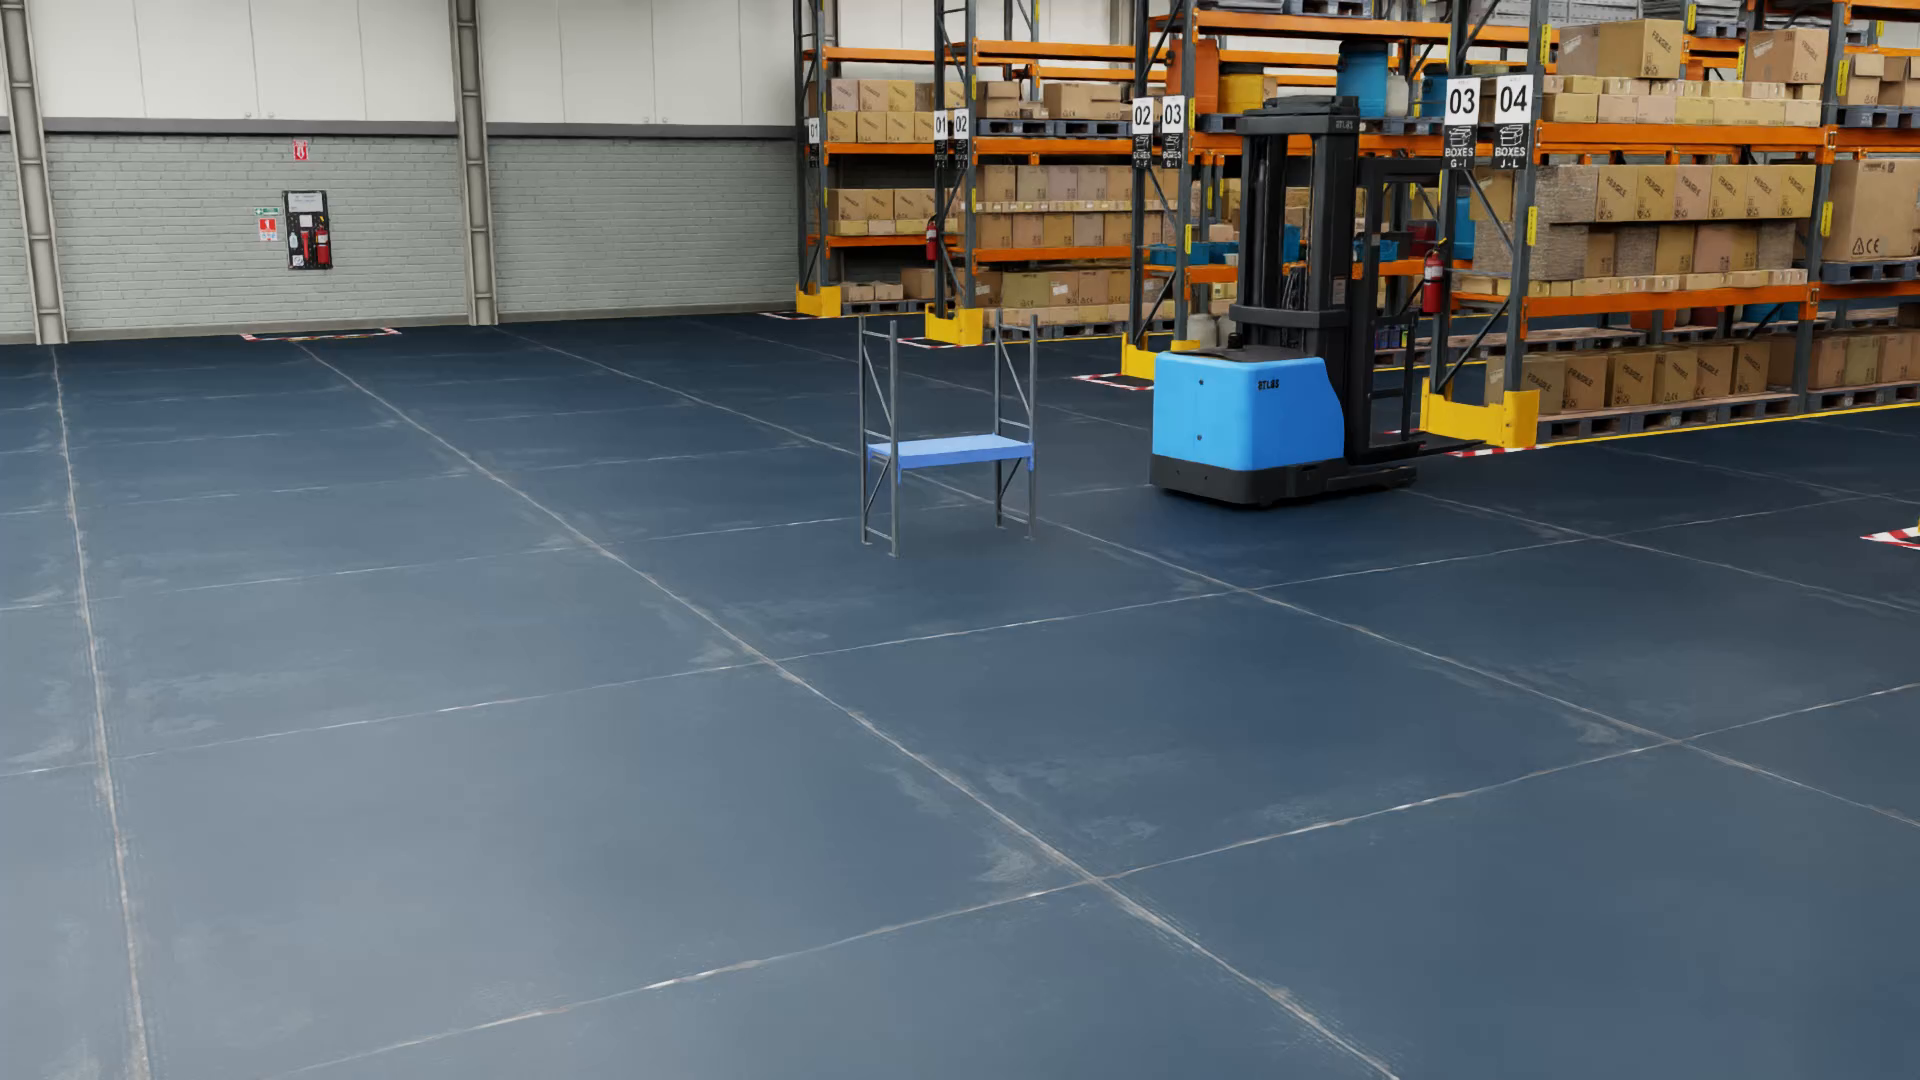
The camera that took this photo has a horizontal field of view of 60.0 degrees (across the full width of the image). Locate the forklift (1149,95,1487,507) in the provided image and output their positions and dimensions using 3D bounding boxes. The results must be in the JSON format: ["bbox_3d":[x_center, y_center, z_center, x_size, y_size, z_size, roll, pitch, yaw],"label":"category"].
[{"bbox_3d":[2.939,-1.898,12.867,3.031,2.935,1.130,-9,16,-35],"label":"forklift"}]

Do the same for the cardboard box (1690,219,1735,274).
[{"bbox_3d":[6.912,-2.854,16.052,0.500,0.500,0.875,-7,14,-28],"label":"cardboard box"}]

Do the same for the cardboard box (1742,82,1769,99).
[{"bbox_3d":[7.349,-4.220,15.632,0.250,0.149,0.380,-7,15,-30],"label":"cardboard box"}]

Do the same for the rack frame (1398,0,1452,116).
[{"bbox_3d":[5.810,-6.694,20.360,0.127,3.000,1.000,-7,14,-28],"label":"rack frame"}]

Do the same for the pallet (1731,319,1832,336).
[{"bbox_3d":[12.134,-3.176,24.739,1.213,0.211,1.003,-7,14,-28],"label":"pallet"}]

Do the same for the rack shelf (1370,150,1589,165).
[{"bbox_3d":[8.706,-6.466,27.816,4.000,0.370,1.077,-7,14,-28],"label":"rack shelf"}]

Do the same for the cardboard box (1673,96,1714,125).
[{"bbox_3d":[6.560,-3.946,15.320,0.500,0.250,0.500,-6,14,-26],"label":"cardboard box"}]

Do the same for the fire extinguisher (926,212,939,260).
[{"bbox_3d":[-0.398,-4.341,23.743,0.183,0.674,0.296,-7,14,-28],"label":"fire extinguisher"}]

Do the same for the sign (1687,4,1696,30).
[{"bbox_3d":[9.590,-6.853,21.797,0.005,0.325,0.100,-7,14,-28],"label":"sign"}]

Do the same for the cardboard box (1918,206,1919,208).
[{"bbox_3d":[10.797,-3.345,17.957,0.500,0.500,0.700,-5,13,-20],"label":"cardboard box"}]

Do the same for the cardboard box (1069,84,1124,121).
[{"bbox_3d":[1.934,-6.361,24.198,0.637,0.503,0.797,-5,14,-22],"label":"cardboard box"}]

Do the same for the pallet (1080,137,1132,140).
[{"bbox_3d":[2.565,-7.203,29.878,1.003,0.211,1.213,-7,14,-28],"label":"pallet"}]

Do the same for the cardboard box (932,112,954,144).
[{"bbox_3d":[-0.180,-6.982,28.195,0.500,0.500,0.500,-7,15,-30],"label":"cardboard box"}]

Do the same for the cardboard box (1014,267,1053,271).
[{"bbox_3d":[1.128,-3.753,24.551,0.500,0.500,0.500,-7,14,-28],"label":"cardboard box"}]

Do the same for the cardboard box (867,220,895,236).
[{"bbox_3d":[-1.419,-5.240,27.858,0.500,0.250,0.500,-7,15,-30],"label":"cardboard box"}]

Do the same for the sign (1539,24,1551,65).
[{"bbox_3d":[4.932,-4.178,14.017,0.005,0.325,0.100,-7,14,-28],"label":"sign"}]

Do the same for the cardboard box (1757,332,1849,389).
[{"bbox_3d":[8.732,-1.869,17.272,0.500,0.500,0.700,-8,15,-32],"label":"cardboard box"}]

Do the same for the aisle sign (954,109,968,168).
[{"bbox_3d":[0.018,-5.504,22.813,0.004,0.787,0.394,-7,14,-28],"label":"aisle sign"}]

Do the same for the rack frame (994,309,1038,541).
[{"bbox_3d":[0.371,-0.776,11.142,0.032,1.500,0.500,-7,14,-28],"label":"rack frame"}]

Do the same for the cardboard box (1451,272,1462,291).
[{"bbox_3d":[7.944,-4.187,27.575,0.500,0.500,0.500,-7,15,-30],"label":"cardboard box"}]

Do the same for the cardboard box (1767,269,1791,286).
[{"bbox_3d":[7.911,-2.587,16.344,0.250,0.149,0.380,-7,14,-28],"label":"cardboard box"}]

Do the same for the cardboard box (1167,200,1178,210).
[{"bbox_3d":[3.086,-4.992,24.755,0.250,0.149,0.380,-7,15,-29],"label":"cardboard box"}]

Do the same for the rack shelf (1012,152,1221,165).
[{"bbox_3d":[2.818,-7.000,30.186,4.000,0.370,1.077,-7,14,-28],"label":"rack shelf"}]

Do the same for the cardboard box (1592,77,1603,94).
[{"bbox_3d":[5.461,-4.020,14.743,0.250,0.149,0.380,-7,15,-29],"label":"cardboard box"}]

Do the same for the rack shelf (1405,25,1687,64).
[{"bbox_3d":[7.565,-6.359,21.417,4.000,0.370,1.077,-7,14,-28],"label":"rack shelf"}]

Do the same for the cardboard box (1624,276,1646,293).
[{"bbox_3d":[6.130,-2.387,15.454,0.250,0.149,0.380,-7,14,-28],"label":"cardboard box"}]

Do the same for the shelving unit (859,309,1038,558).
[{"bbox_3d":[-0.075,-0.723,10.905,1.048,1.500,0.538,-7,14,-28],"label":"shelving unit"}]

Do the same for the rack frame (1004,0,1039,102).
[{"bbox_3d":[1.063,-8.604,28.843,0.127,3.000,1.000,-7,14,-28],"label":"rack frame"}]

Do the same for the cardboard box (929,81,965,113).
[{"bbox_3d":[-0.176,-7.465,28.065,0.500,0.500,0.500,-7,15,-30],"label":"cardboard box"}]

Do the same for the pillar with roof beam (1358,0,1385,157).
[{"bbox_3d":[10.347,-8.856,29.964,0.400,9.000,9.100,-7,14,-28],"label":"pillar with roof beam"}]

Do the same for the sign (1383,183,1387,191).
[{"bbox_3d":[8.353,-6.941,32.663,0.005,0.325,0.100,-7,14,-28],"label":"sign"}]

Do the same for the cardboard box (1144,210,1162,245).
[{"bbox_3d":[2.593,-4.667,24.786,0.500,0.500,0.700,-7,14,-28],"label":"cardboard box"}]

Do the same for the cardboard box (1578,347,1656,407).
[{"bbox_3d":[6.295,-1.572,15.998,0.500,0.500,0.500,-5,14,-23],"label":"cardboard box"}]

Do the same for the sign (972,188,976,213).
[{"bbox_3d":[0.189,-4.655,22.810,0.005,0.325,0.100,-7,14,-28],"label":"sign"}]

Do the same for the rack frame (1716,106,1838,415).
[{"bbox_3d":[8.183,-2.813,16.777,0.127,3.000,1.000,-7,14,-28],"label":"rack frame"}]

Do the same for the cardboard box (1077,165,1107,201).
[{"bbox_3d":[1.732,-5.198,24.192,0.500,0.500,0.700,-7,14,-28],"label":"cardboard box"}]

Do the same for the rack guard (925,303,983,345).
[{"bbox_3d":[-0.092,-3.080,23.655,0.348,0.500,1.175,-7,14,-28],"label":"rack guard"}]

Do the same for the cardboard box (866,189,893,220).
[{"bbox_3d":[-1.446,-5.601,27.752,0.500,0.500,0.500,-7,14,-28],"label":"cardboard box"}]

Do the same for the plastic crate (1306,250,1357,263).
[{"bbox_3d":[4.506,-3.419,20.071,0.437,0.136,0.530,-7,14,-28],"label":"plastic crate"}]

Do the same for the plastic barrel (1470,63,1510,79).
[{"bbox_3d":[6.726,-5.640,21.363,0.600,0.901,0.600,0,13,0],"label":"plastic barrel"}]

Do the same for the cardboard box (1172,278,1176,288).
[{"bbox_3d":[3.967,-5.007,31.217,0.500,0.500,0.700,-7,14,-27],"label":"cardboard box"}]

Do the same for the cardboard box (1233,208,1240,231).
[{"bbox_3d":[4.584,-4.904,25.842,0.500,0.500,0.500,-6,14,-24],"label":"cardboard box"}]

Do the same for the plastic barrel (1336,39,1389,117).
[{"bbox_3d":[4.885,-5.596,20.214,0.708,0.901,0.600,-7,14,-28],"label":"plastic barrel"}]

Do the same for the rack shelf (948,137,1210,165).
[{"bbox_3d":[1.684,-5.625,24.076,4.000,0.370,1.077,-7,14,-28],"label":"rack shelf"}]

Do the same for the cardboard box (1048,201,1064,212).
[{"bbox_3d":[1.282,-4.776,23.793,0.250,0.149,0.380,-7,15,-30],"label":"cardboard box"}]

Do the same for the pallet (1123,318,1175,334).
[{"bbox_3d":[2.722,-3.287,25.232,1.213,0.211,1.003,-7,14,-28],"label":"pallet"}]

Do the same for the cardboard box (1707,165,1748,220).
[{"bbox_3d":[7.042,-3.289,15.710,0.500,0.500,0.500,-7,14,-28],"label":"cardboard box"}]

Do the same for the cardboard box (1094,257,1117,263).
[{"bbox_3d":[2.541,-5.221,30.459,0.500,0.250,0.500,-7,15,-29],"label":"cardboard box"}]

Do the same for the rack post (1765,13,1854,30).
[{"bbox_3d":[12.077,-7.417,23.741,0.954,0.300,0.937,-7,15,-29],"label":"rack post"}]

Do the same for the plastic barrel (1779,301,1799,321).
[{"bbox_3d":[12.346,-3.736,24.703,0.708,0.901,0.600,-7,14,-28],"label":"plastic barrel"}]

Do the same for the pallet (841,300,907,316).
[{"bbox_3d":[-1.651,-3.982,28.323,1.213,0.211,1.003,-7,14,-28],"label":"pallet"}]

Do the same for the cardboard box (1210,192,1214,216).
[{"bbox_3d":[4.862,-6.402,31.773,0.500,0.500,0.500,-7,14,-28],"label":"cardboard box"}]

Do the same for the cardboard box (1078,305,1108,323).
[{"bbox_3d":[1.823,-3.336,24.408,0.500,0.250,0.500,-7,14,-28],"label":"cardboard box"}]
